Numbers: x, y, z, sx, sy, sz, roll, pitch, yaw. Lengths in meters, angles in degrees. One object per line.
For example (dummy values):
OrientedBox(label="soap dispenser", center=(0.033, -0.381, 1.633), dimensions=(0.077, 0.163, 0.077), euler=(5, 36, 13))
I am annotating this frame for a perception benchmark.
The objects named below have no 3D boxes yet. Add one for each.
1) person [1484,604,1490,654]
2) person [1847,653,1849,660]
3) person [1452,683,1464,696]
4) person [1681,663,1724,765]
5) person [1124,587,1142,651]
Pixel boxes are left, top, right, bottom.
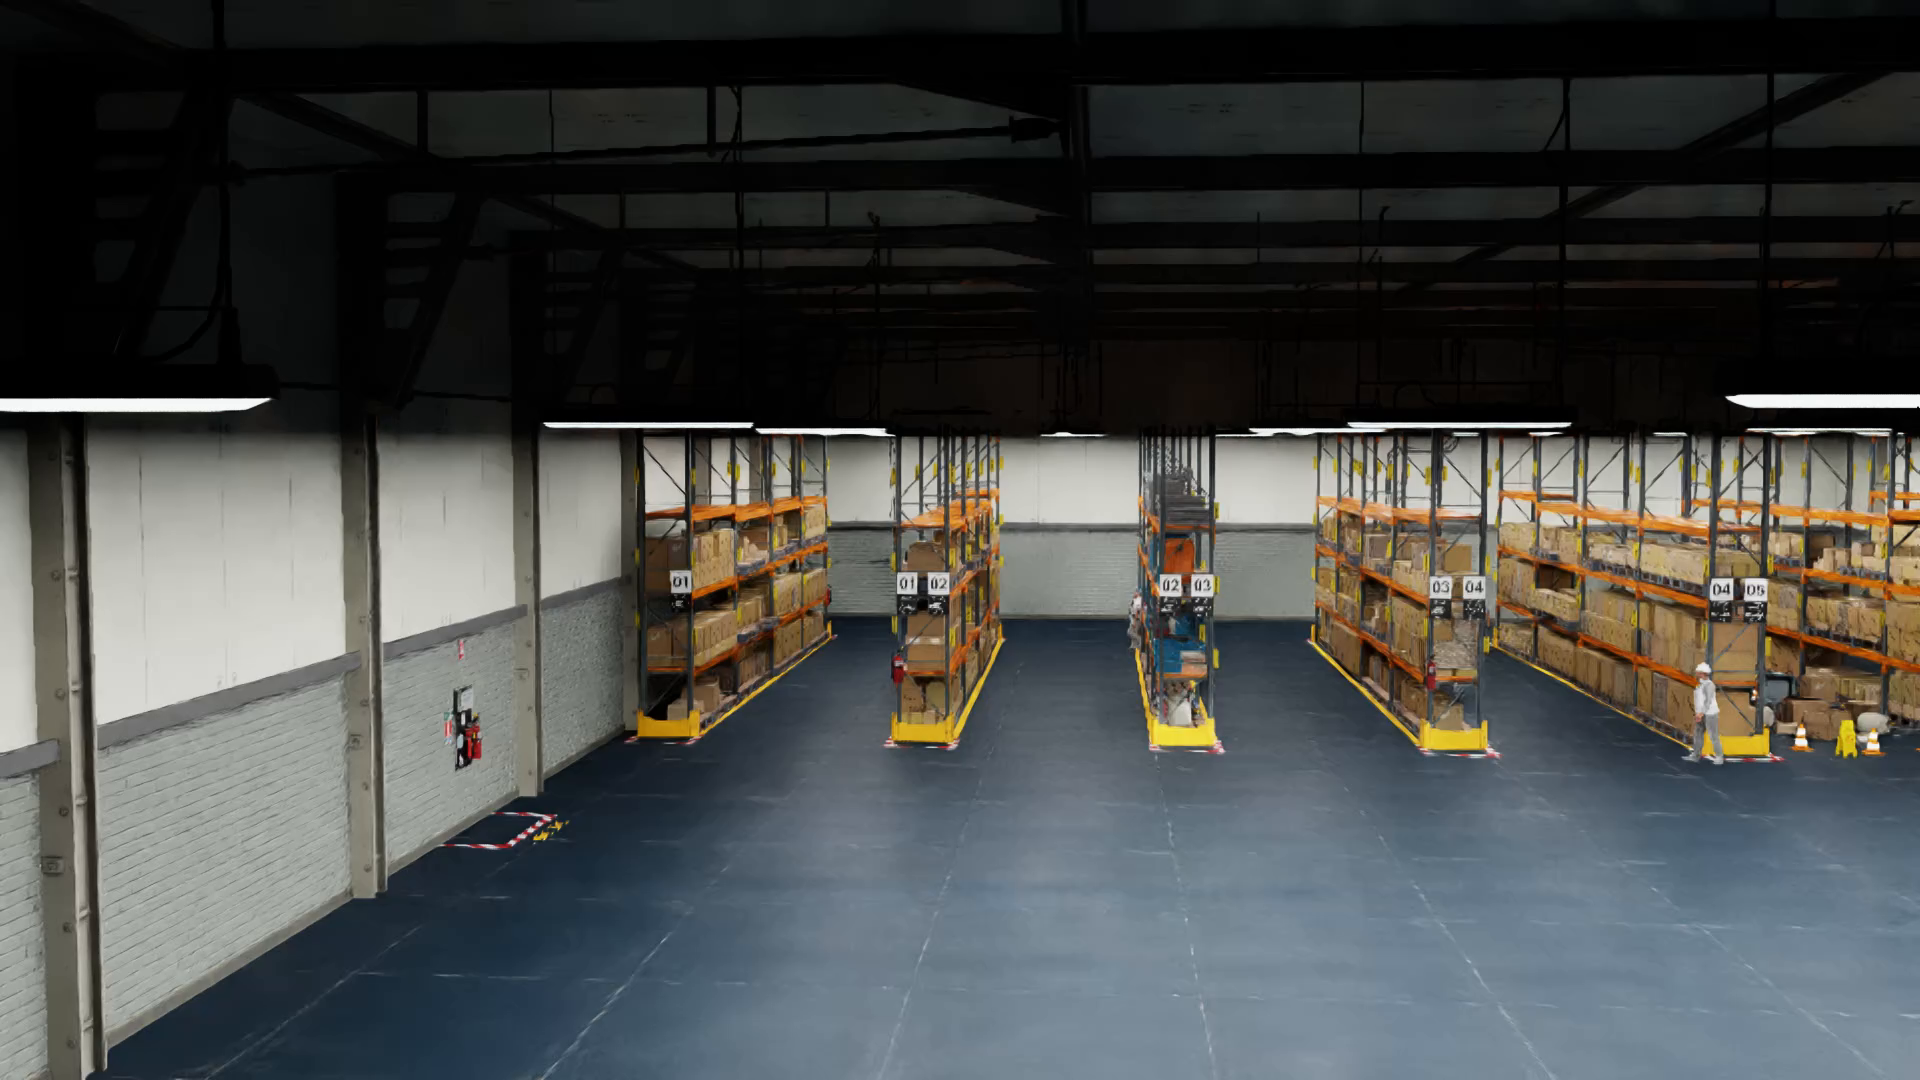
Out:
OrientedBox(label="person", center=(13.757, 2.244, 44.212), dimensions=(0.626, 1.595, 0.513), euler=(0, 3, 4))
OrientedBox(label="person", center=(22.668, 2.271, 42.947), dimensions=(0.563, 1.648, 0.594), euler=(2, 4, 24))
OrientedBox(label="person", center=(11.064, 2.637, 36.938), dimensions=(0.414, 1.675, 0.516), euler=(-2, 4, -23))
OrientedBox(label="person", center=(13.113, 3.047, 29.292), dimensions=(0.636, 1.766, 0.601), euler=(0, 3, 2))
OrientedBox(label="person", center=(4.658, 2.115, 44.352), dimensions=(0.533, 1.738, 0.737), euler=(0, 3, 5))
